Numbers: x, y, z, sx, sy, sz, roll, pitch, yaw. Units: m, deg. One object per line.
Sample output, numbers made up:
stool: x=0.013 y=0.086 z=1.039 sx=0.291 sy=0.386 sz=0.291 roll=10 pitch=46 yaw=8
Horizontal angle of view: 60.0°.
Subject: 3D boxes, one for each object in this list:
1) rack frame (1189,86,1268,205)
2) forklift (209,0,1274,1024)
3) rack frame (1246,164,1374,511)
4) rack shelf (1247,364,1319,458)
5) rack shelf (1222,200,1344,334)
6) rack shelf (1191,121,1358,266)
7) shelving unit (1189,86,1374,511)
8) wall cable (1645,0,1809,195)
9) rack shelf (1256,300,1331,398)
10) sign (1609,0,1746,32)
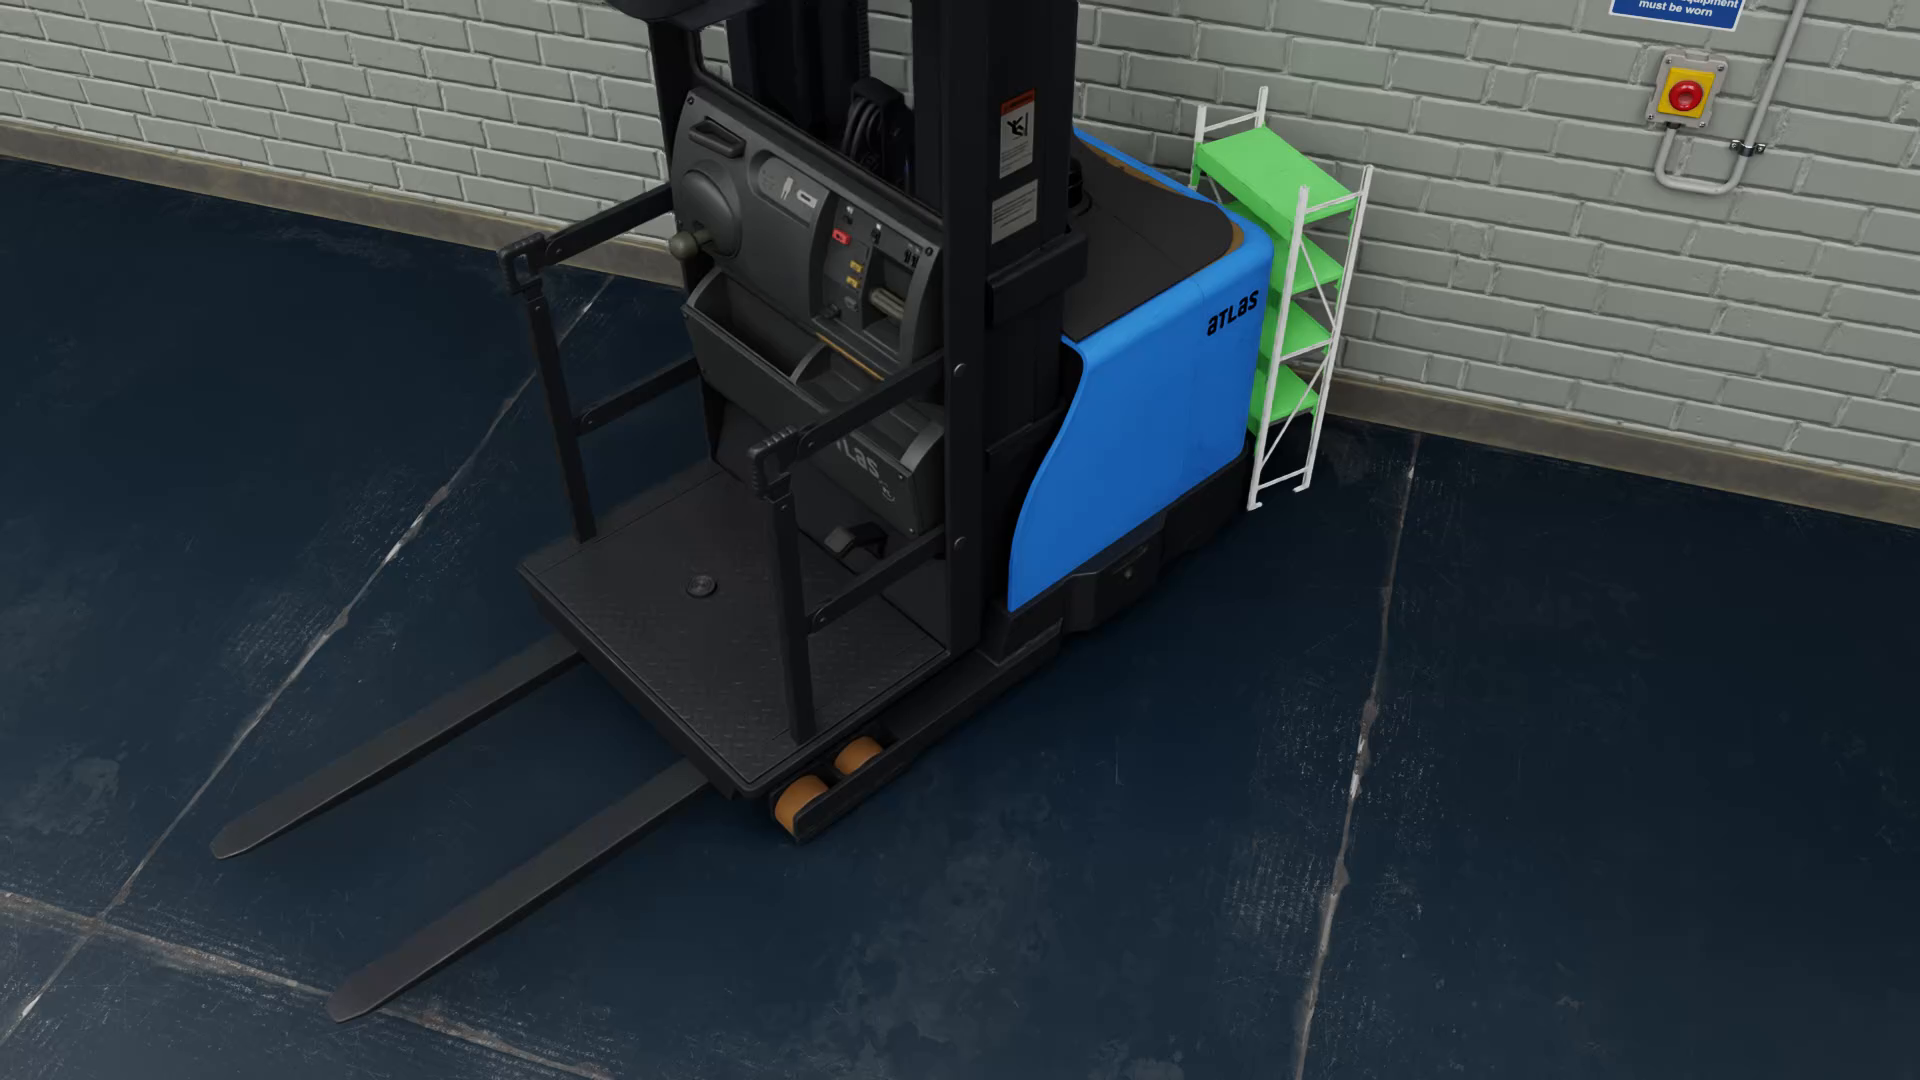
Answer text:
rack frame: x=0.798 y=-0.865 z=5.276 sx=0.240 sy=1.200 sz=0.015 roll=-21 pitch=48 yaw=-20
forklift: x=-0.538 y=-0.671 z=3.840 sx=3.031 sy=2.935 sz=1.130 roll=-33 pitch=53 yaw=-29
rack frame: x=1.032 y=-0.566 z=4.970 sx=0.240 sy=1.200 sz=0.015 roll=-21 pitch=48 yaw=-20
rack shelf: x=0.914 y=-0.498 z=5.335 sx=0.258 sy=0.148 sz=0.480 roll=-21 pitch=48 yaw=-20
rack shelf: x=0.915 y=-0.842 z=5.000 sx=0.258 sy=0.148 sz=0.480 roll=-21 pitch=48 yaw=-20
rack shelf: x=0.916 y=-1.013 z=4.832 sx=0.258 sy=0.148 sz=0.480 roll=-21 pitch=48 yaw=-20
shelving unit: x=0.915 y=-0.716 z=5.123 sx=0.258 sy=1.200 sz=0.503 roll=-21 pitch=48 yaw=-20
wall cable: x=1.949 y=-1.702 z=4.096 sx=0.585 sy=1.953 sz=0.123 roll=13 pitch=46 yaw=13
rack shelf: x=0.915 y=-0.670 z=5.168 sx=0.258 sy=0.148 sz=0.480 roll=-21 pitch=48 yaw=-20
sign: x=1.922 y=-1.475 z=4.420 sx=0.327 sy=0.218 sz=0.001 roll=13 pitch=46 yaw=13
